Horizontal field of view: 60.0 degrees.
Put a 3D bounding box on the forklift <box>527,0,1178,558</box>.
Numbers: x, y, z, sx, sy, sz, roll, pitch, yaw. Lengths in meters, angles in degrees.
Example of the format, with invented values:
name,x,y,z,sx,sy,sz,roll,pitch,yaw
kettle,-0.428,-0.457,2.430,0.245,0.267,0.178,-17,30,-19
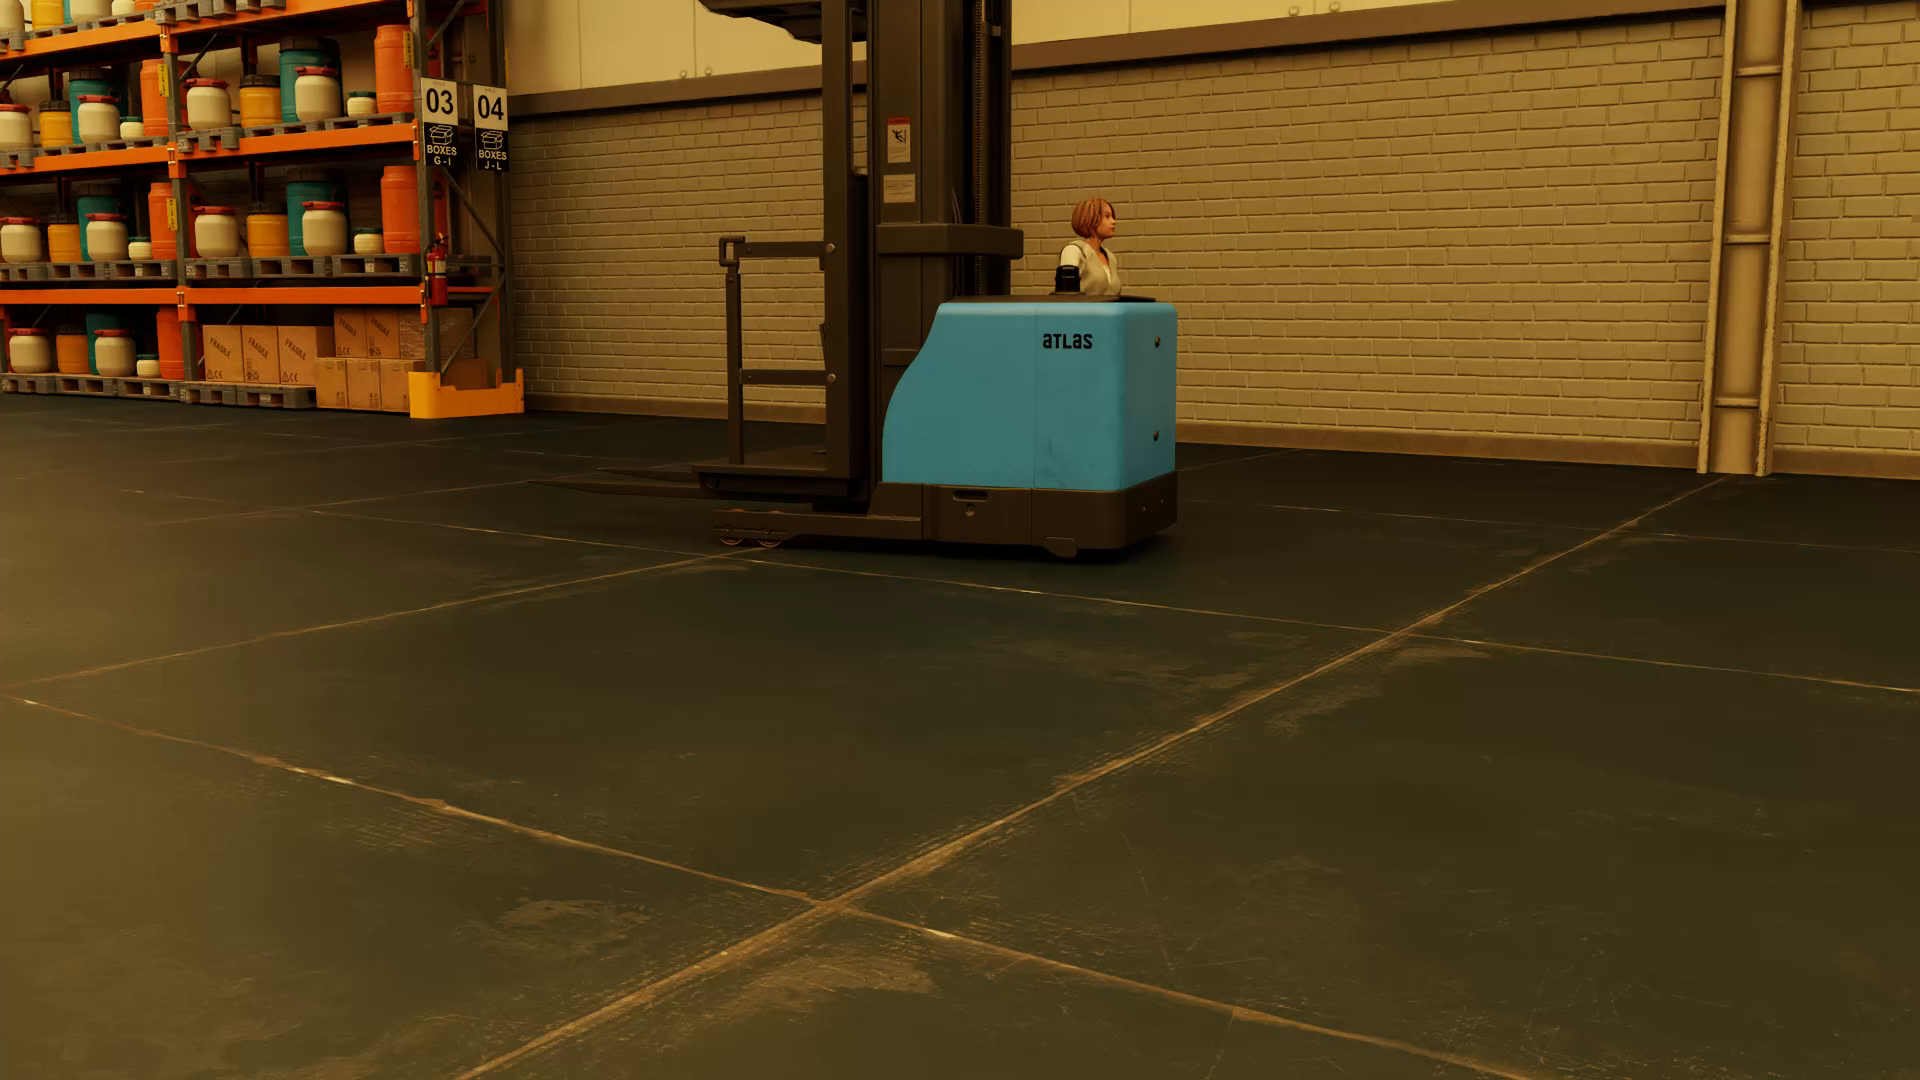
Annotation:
name,x,y,z,sx,sy,sz,roll,pitch,yaw
forklift,-0.568,-1.483,7.619,3.031,2.935,1.130,3,9,21

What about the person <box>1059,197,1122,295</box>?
name,x,y,z,sx,sy,sz,roll,pitch,yaw
person,0.741,-0.929,8.414,0.475,1.597,0.521,7,10,39
